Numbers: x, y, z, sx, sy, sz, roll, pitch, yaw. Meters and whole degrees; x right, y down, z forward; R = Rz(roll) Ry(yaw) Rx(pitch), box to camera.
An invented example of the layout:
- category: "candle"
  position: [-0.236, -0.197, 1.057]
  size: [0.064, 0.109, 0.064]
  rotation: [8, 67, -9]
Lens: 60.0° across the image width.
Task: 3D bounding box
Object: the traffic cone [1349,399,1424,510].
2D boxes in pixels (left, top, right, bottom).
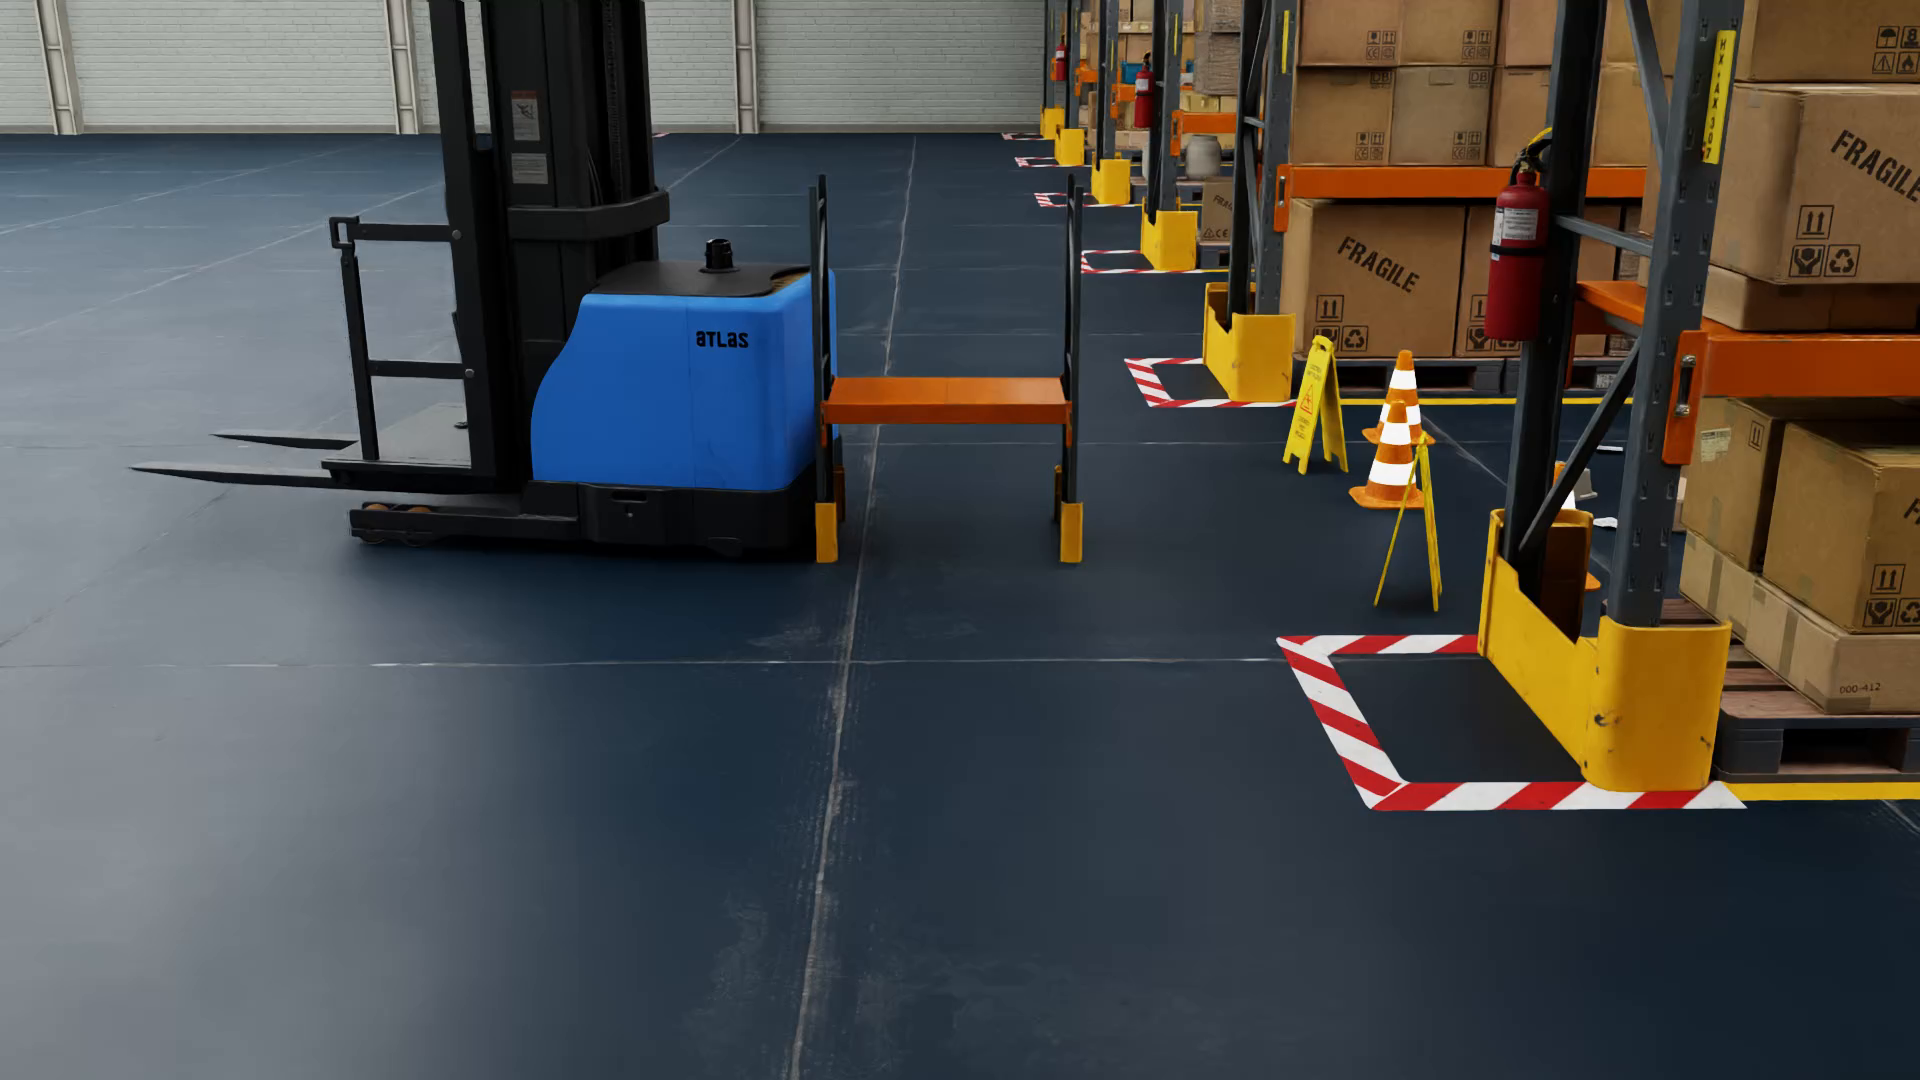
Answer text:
- category: "traffic cone"
  position: [1.973, -0.407, 7.559]
  size: [0.334, 0.463, 0.336]
  rotation: [0, 18, -1]

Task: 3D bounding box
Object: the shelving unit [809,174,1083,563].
- category: "shelving unit"
  position: [-0.045, -0.710, 6.805]
  size: [1.083, 1.500, 0.587]
  rotation: [0, 18, 0]

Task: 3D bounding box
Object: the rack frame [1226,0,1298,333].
- category: "rack frame"
  position: [1.742, -2.393, 9.597]
  size: [0.127, 3.000, 1.000]
  rotation: [0, 18, -1]

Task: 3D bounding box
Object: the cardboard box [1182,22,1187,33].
- category: "cardboard box"
  position: [3.040, -7.232, 23.456]
  size: [0.250, 0.149, 0.380]
  rotation: [-1, 18, -3]

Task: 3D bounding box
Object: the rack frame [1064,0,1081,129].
- category: "rack frame"
  position: [1.612, -6.934, 23.752]
  size: [0.127, 3.000, 1.000]
  rotation: [0, 18, -1]

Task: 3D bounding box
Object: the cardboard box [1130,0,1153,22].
- category: "cardboard box"
  position: [2.658, -7.602, 23.548]
  size: [0.500, 0.500, 0.700]
  rotation: [-1, 18, -2]

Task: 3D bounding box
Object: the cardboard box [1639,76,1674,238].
- category: "cardboard box"
  position: [2.459, -1.158, 5.095]
  size: [0.500, 0.500, 0.500]
  rotation: [-1, 18, -2]

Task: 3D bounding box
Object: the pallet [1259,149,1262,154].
- category: "pallet"
  position: [4.816, -5.635, 24.266]
  size: [1.213, 0.211, 1.003]
  rotation: [0, 18, -1]

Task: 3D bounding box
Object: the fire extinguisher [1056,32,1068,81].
- category: "fire extinguisher"
  position: [1.486, -7.038, 24.205]
  size: [0.183, 0.674, 0.296]
  rotation: [0, 18, -1]

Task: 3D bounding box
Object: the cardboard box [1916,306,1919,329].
- category: "cardboard box"
  position: [2.783, -0.683, 4.676]
  size: [0.250, 0.149, 0.380]
  rotation: [-1, 18, -3]

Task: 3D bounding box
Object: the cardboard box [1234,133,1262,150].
- category: "cardboard box"
  position: [4.151, -5.769, 23.934]
  size: [0.500, 0.250, 0.500]
  rotation: [0, 18, -1]

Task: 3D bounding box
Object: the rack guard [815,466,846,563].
- category: "rack guard"
  position: [-0.543, -0.115, 6.996]
  size: [0.087, 0.250, 0.587]
  rotation: [0, 18, 0]

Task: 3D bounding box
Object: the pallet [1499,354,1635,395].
- category: "pallet"
  position: [3.757, -1.098, 10.125]
  size: [1.213, 0.211, 1.003]
  rotation: [0, 18, -1]

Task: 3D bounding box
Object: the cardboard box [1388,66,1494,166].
- category: "cardboard box"
  position: [2.662, -2.489, 9.652]
  size: [0.550, 0.550, 0.875]
  rotation: [0, 18, -1]

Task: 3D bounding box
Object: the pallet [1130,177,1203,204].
- category: "pallet"
  position: [2.574, -4.110, 19.515]
  size: [1.213, 0.211, 1.003]
  rotation: [0, 18, -1]

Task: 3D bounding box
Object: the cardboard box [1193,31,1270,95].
- category: "cardboard box"
  position: [2.315, -4.092, 14.242]
  size: [0.500, 0.500, 0.875]
  rotation: [0, 18, -1]

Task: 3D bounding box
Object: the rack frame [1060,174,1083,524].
- category: "rack frame"
  position: [0.455, -0.710, 6.805]
  size: [0.032, 1.500, 0.500]
  rotation: [0, 18, 0]

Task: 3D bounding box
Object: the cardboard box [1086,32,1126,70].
- category: "cardboard box"
  position: [2.079, -6.980, 23.732]
  size: [0.500, 0.500, 0.700]
  rotation: [0, 18, -1]

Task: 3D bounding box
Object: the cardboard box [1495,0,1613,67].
- category: "cardboard box"
  position: [3.224, -2.961, 9.353]
  size: [0.550, 0.550, 0.875]
  rotation: [0, 18, -1]

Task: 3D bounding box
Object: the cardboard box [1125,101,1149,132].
- category: "cardboard box"
  position: [2.652, -6.119, 23.799]
  size: [0.500, 0.500, 0.500]
  rotation: [0, 18, -1]

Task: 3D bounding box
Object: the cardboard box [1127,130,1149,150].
- category: "cardboard box"
  position: [2.652, -5.763, 23.916]
  size: [0.500, 0.250, 0.500]
  rotation: [0, 18, -1]

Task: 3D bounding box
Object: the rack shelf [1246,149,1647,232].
- category: "rack shelf"
  position: [3.742, -2.060, 9.737]
  size: [4.000, 0.370, 1.077]
  rotation: [0, 18, -1]

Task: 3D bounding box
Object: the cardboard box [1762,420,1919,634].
- category: "cardboard box"
  position: [2.756, -0.049, 4.877]
  size: [0.500, 0.500, 0.500]
  rotation: [-1, 18, -3]

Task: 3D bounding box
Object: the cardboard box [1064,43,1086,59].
- category: "cardboard box"
  position: [2.023, -8.290, 28.194]
  size: [0.500, 0.250, 0.500]
  rotation: [-1, 18, -2]

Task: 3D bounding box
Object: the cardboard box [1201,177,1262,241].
- category: "cardboard box"
  position: [2.389, -2.916, 14.632]
  size: [0.500, 0.500, 0.500]
  rotation: [3, 18, 9]

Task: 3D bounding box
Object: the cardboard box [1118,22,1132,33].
- category: "cardboard box"
  position: [2.272, -7.229, 23.445]
  size: [0.250, 0.149, 0.380]
  rotation: [-1, 18, -2]

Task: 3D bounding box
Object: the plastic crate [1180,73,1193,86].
- category: "plastic crate"
  position: [2.586, -5.202, 18.784]
  size: [0.250, 0.136, 0.298]
  rotation: [0, 18, -1]

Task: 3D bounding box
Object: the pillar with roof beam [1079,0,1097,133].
- category: "pillar with roof beam"
  position: [2.284, -10.256, 24.288]
  size: [0.400, 9.000, 9.100]
  rotation: [0, 18, -1]

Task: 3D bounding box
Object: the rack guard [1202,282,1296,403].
- category: "rack guard"
  position: [1.718, -1.203, 9.978]
  size: [0.348, 0.500, 1.175]
  rotation: [0, 18, -1]

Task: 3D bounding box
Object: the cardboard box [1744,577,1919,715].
- category: "cardboard box"
  position: [2.732, 0.308, 4.990]
  size: [0.500, 0.250, 0.500]
  rotation: [0, 18, -1]

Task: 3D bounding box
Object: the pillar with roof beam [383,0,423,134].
- category: "pillar with roof beam"
  position: [-9.714, -10.198, 24.107]
  size: [0.400, 9.000, 9.100]
  rotation: [0, 18, -1]

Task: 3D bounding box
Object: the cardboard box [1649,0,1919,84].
- category: "cardboard box"
  position: [2.428, -1.616, 4.888]
  size: [0.500, 0.500, 0.700]
  rotation: [-1, 18, -2]

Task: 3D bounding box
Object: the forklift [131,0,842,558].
- category: "forklift"
  position: [-2.100, -1.522, 6.993]
  size: [3.031, 2.935, 1.130]
  rotation: [3, 18, 9]

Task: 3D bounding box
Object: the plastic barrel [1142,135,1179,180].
- category: "plastic barrel"
  position: [2.343, -4.463, 19.435]
  size: [0.421, 0.512, 0.421]
  rotation: [0, 18, 0]

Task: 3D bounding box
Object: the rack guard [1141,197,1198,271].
- category: "rack guard"
  position: [1.841, -2.719, 14.704]
  size: [0.348, 0.500, 1.175]
  rotation: [0, 18, -1]

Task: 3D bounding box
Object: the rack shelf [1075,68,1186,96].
- category: "rack shelf"
  position: [3.612, -6.601, 23.892]
  size: [4.000, 0.370, 1.077]
  rotation: [0, 18, -1]

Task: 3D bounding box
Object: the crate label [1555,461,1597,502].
- category: "crate label"
  position: [2.758, -0.275, 7.680]
  size: [0.298, 0.136, 0.250]
  rotation: [-10, 20, -29]

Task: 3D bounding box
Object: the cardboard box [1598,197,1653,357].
- category: "cardboard box"
  position: [4.210, -1.613, 9.957]
  size: [0.875, 0.875, 0.875]
  rotation: [0, 18, 0]

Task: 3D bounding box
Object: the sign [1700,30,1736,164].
- category: "sign"
  position: [1.930, -1.128, 4.237]
  size: [0.005, 0.325, 0.100]
  rotation: [0, 18, -1]

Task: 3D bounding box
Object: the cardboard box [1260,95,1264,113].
- category: "cardboard box"
  position: [2.554, -3.709, 14.111]
  size: [0.250, 0.149, 0.380]
  rotation: [0, 18, -1]
